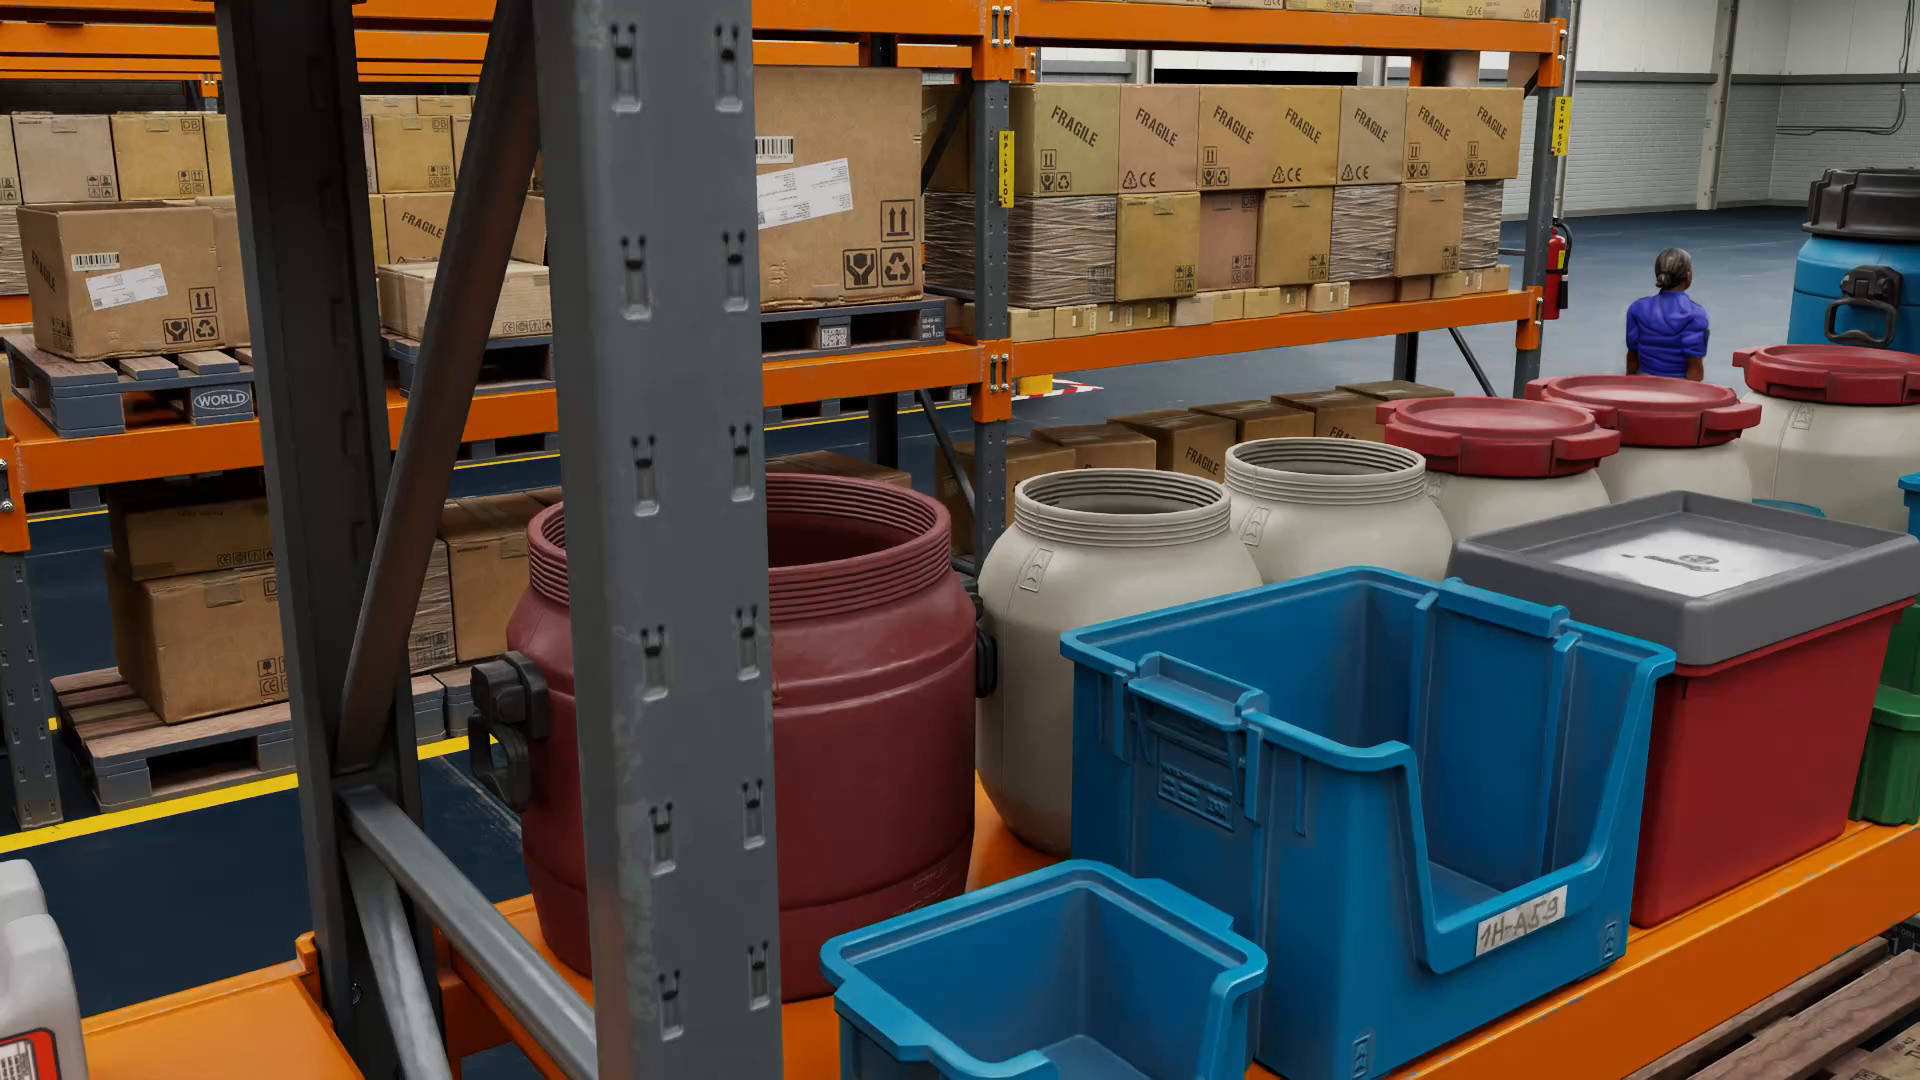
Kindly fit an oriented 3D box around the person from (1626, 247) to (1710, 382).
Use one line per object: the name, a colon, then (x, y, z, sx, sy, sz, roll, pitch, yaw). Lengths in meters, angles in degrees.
person: (3.611, -0.639, 8.560, 0.435, 1.722, 0.530, 12, 19, 38)
